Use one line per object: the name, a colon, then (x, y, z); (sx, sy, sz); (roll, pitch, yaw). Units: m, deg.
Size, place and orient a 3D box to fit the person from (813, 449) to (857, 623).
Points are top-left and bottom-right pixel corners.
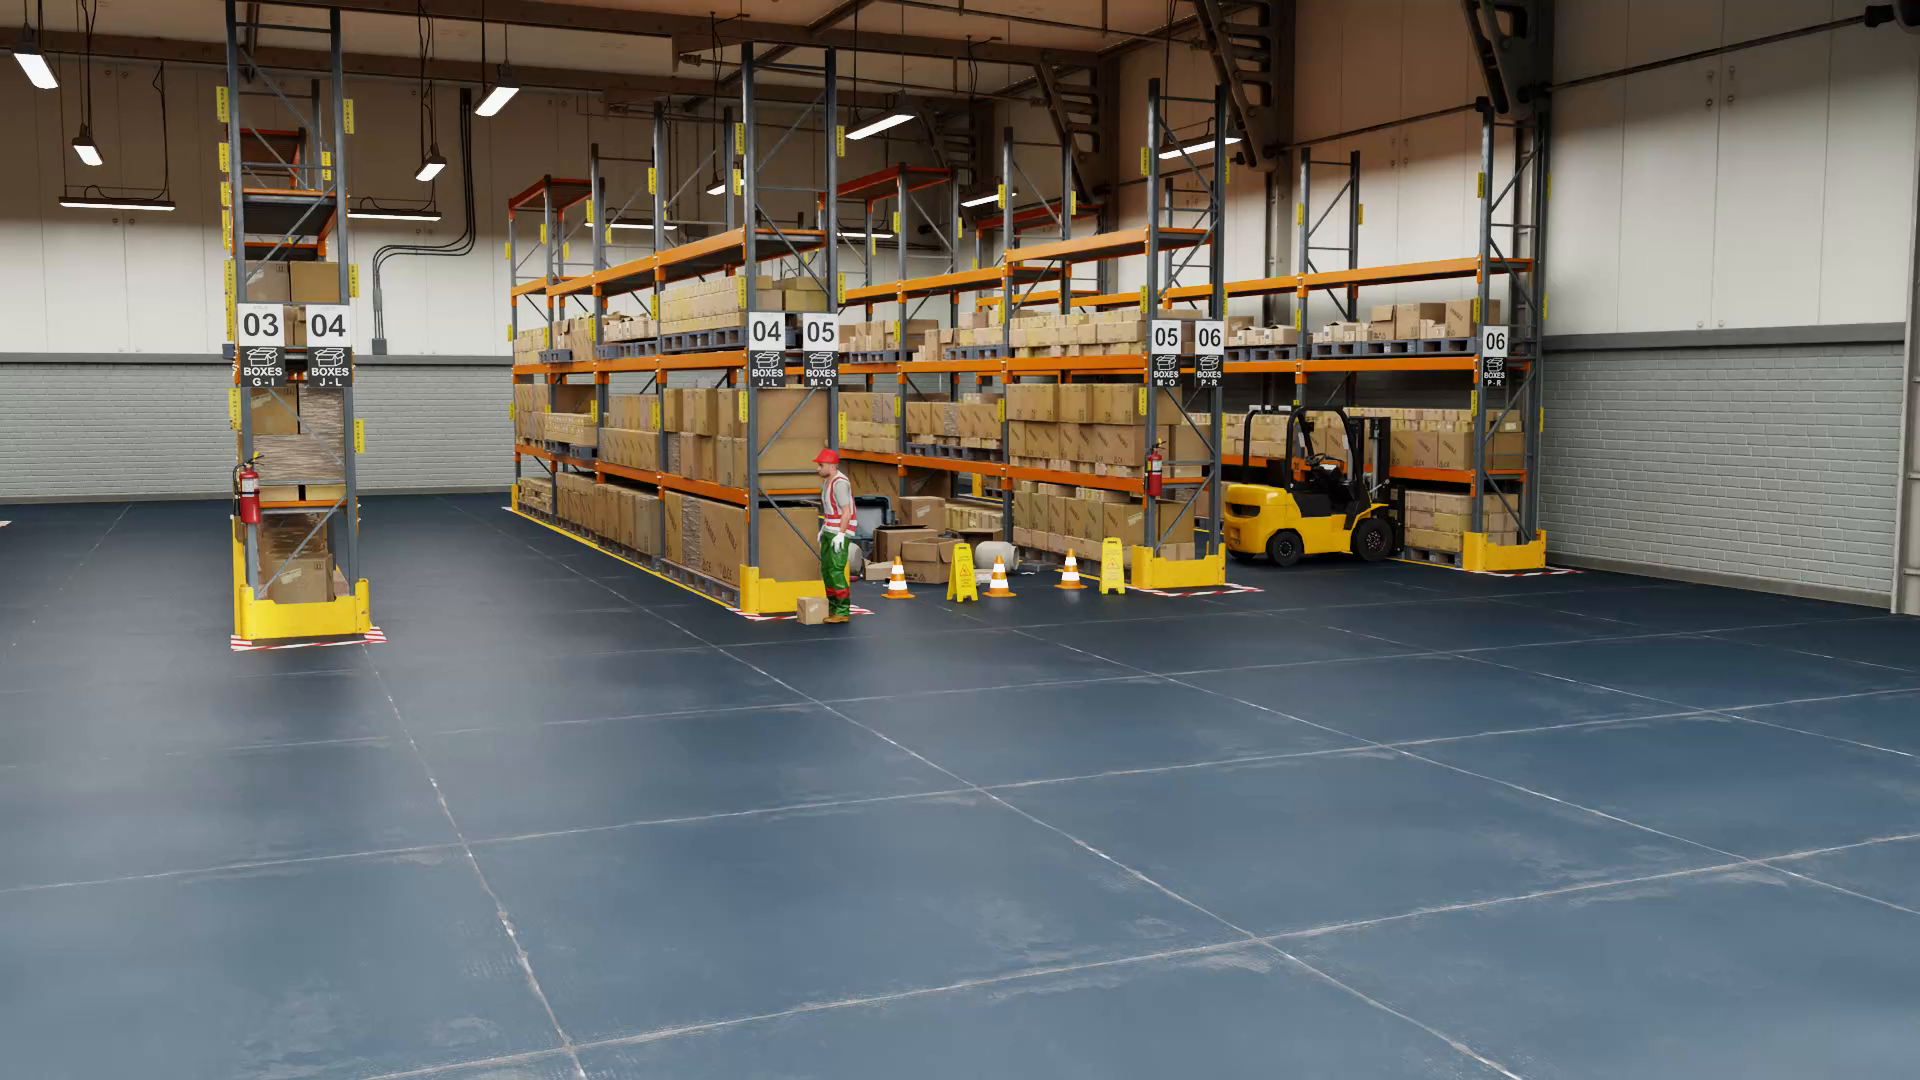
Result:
person: (-1.306, -0.046, 17.112); (0.451, 1.779, 0.608); (-2, 6, -23)
